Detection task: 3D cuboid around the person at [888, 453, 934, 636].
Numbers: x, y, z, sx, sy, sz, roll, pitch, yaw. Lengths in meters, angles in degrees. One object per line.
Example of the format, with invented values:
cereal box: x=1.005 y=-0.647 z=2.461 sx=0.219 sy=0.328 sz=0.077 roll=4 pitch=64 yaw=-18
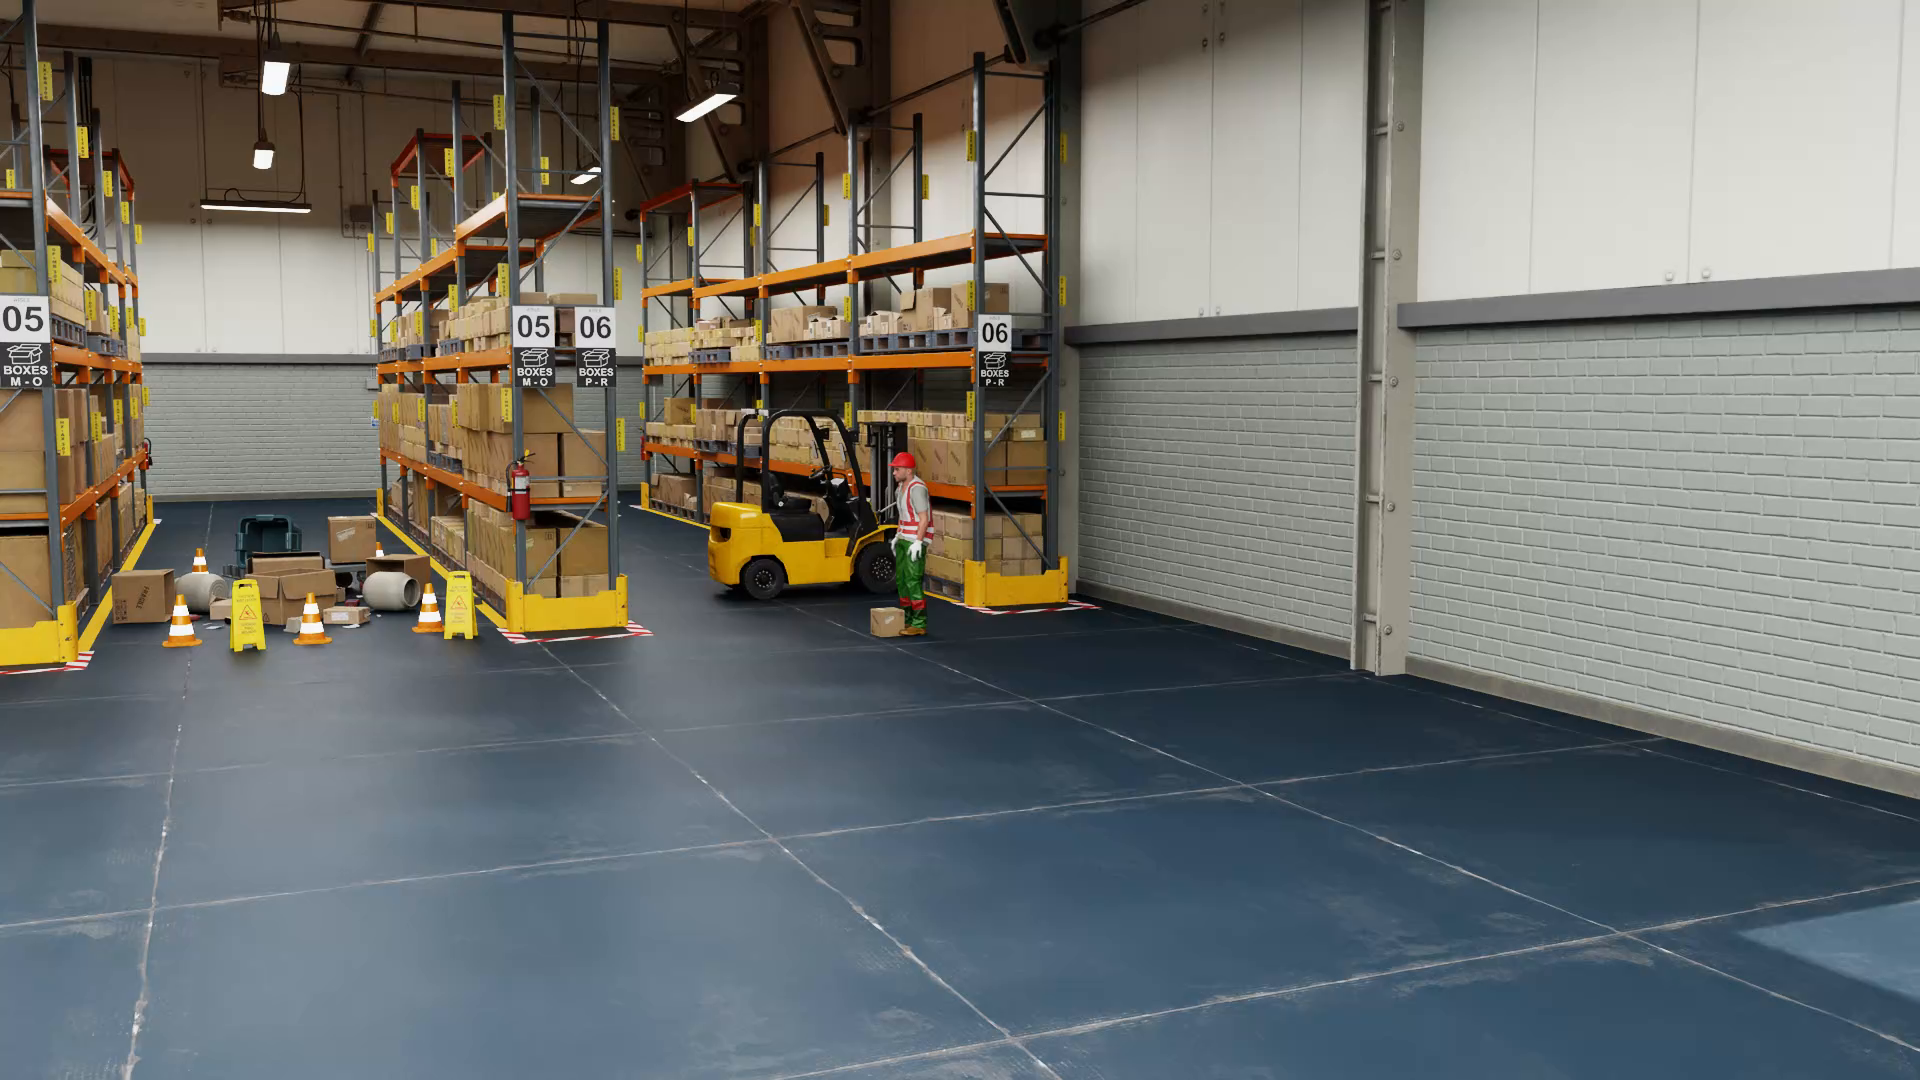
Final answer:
person: x=-0.499 y=0.033 z=16.260 sx=0.449 sy=1.779 sz=0.609 roll=-2 pitch=6 yaw=-23
